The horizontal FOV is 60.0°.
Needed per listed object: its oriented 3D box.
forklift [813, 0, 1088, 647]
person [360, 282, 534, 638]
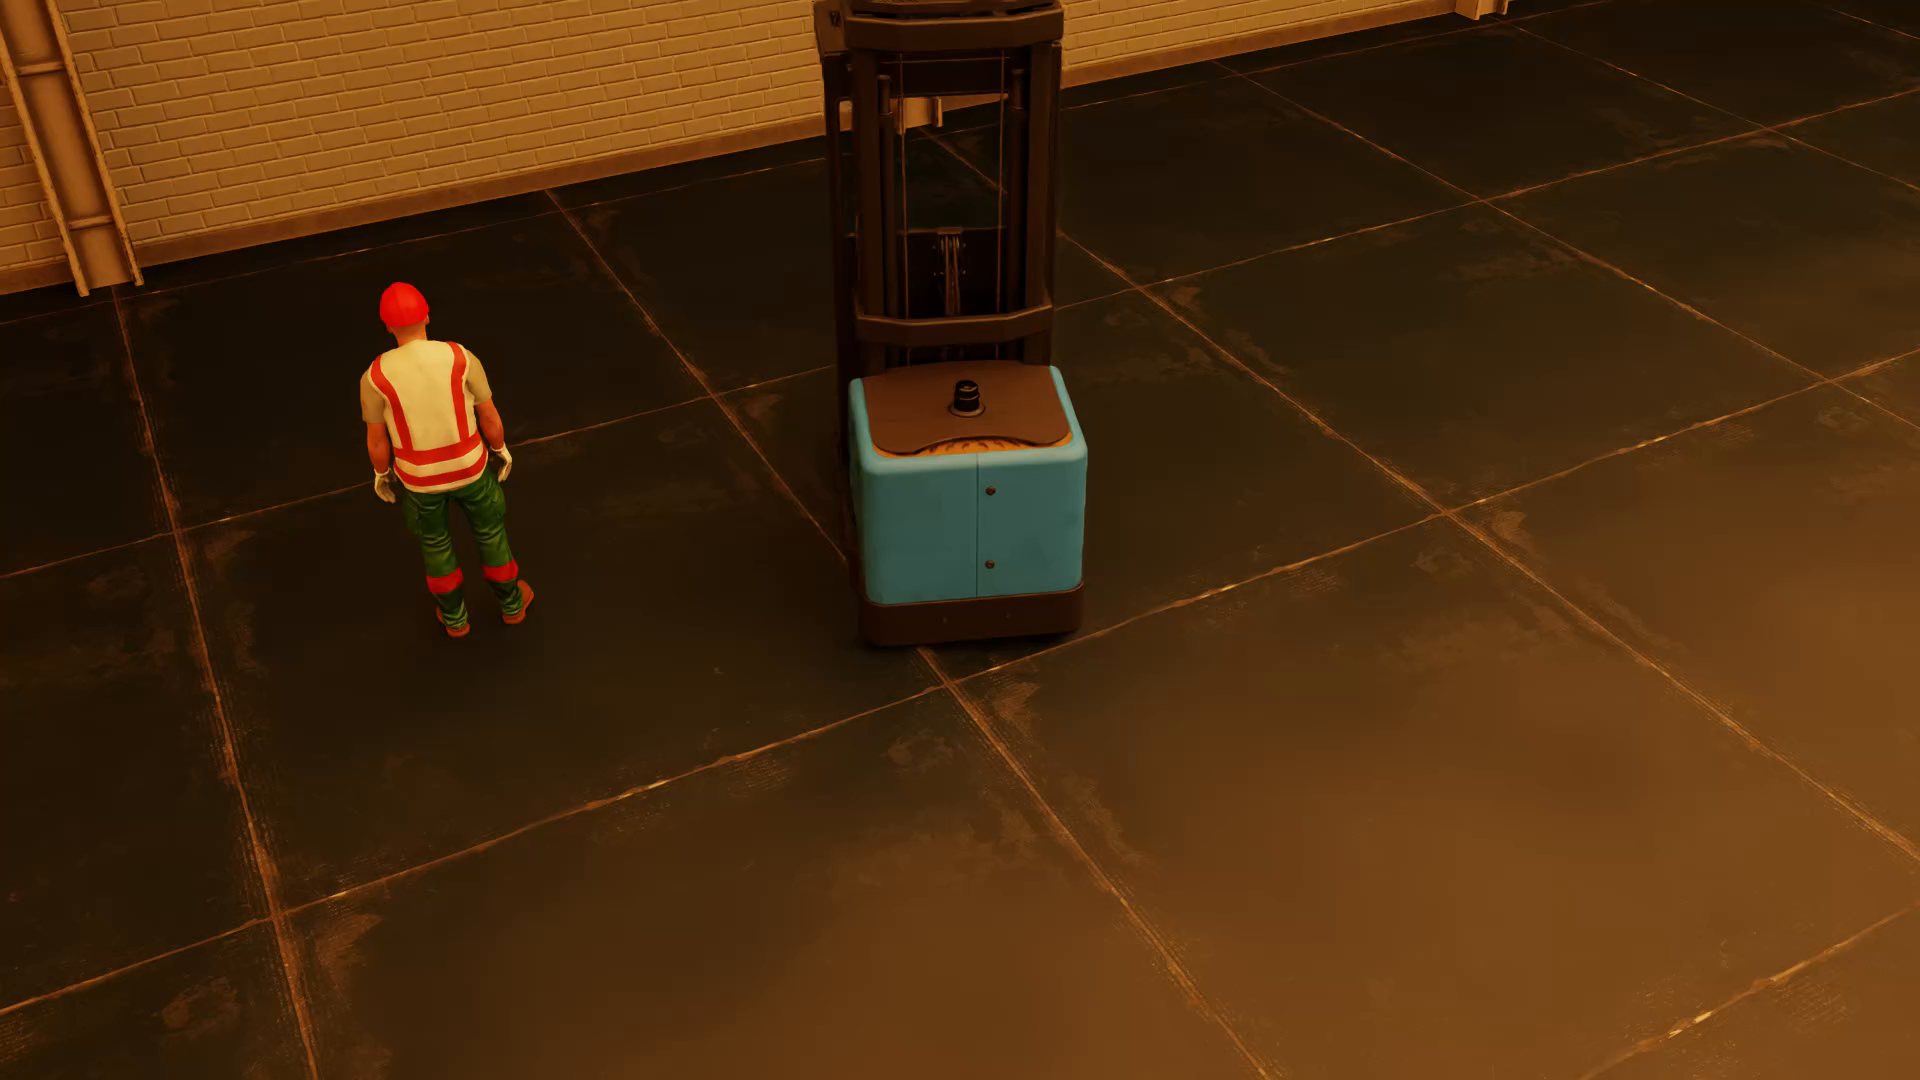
[{"bbox_3d":[-0.115,-1.534,8.294,1.130,2.935,3.031,-4,35,-6],"label":"forklift"},{"bbox_3d":[-2.366,-0.339,7.602,0.621,1.780,0.445,-12,37,-16],"label":"person"}]
